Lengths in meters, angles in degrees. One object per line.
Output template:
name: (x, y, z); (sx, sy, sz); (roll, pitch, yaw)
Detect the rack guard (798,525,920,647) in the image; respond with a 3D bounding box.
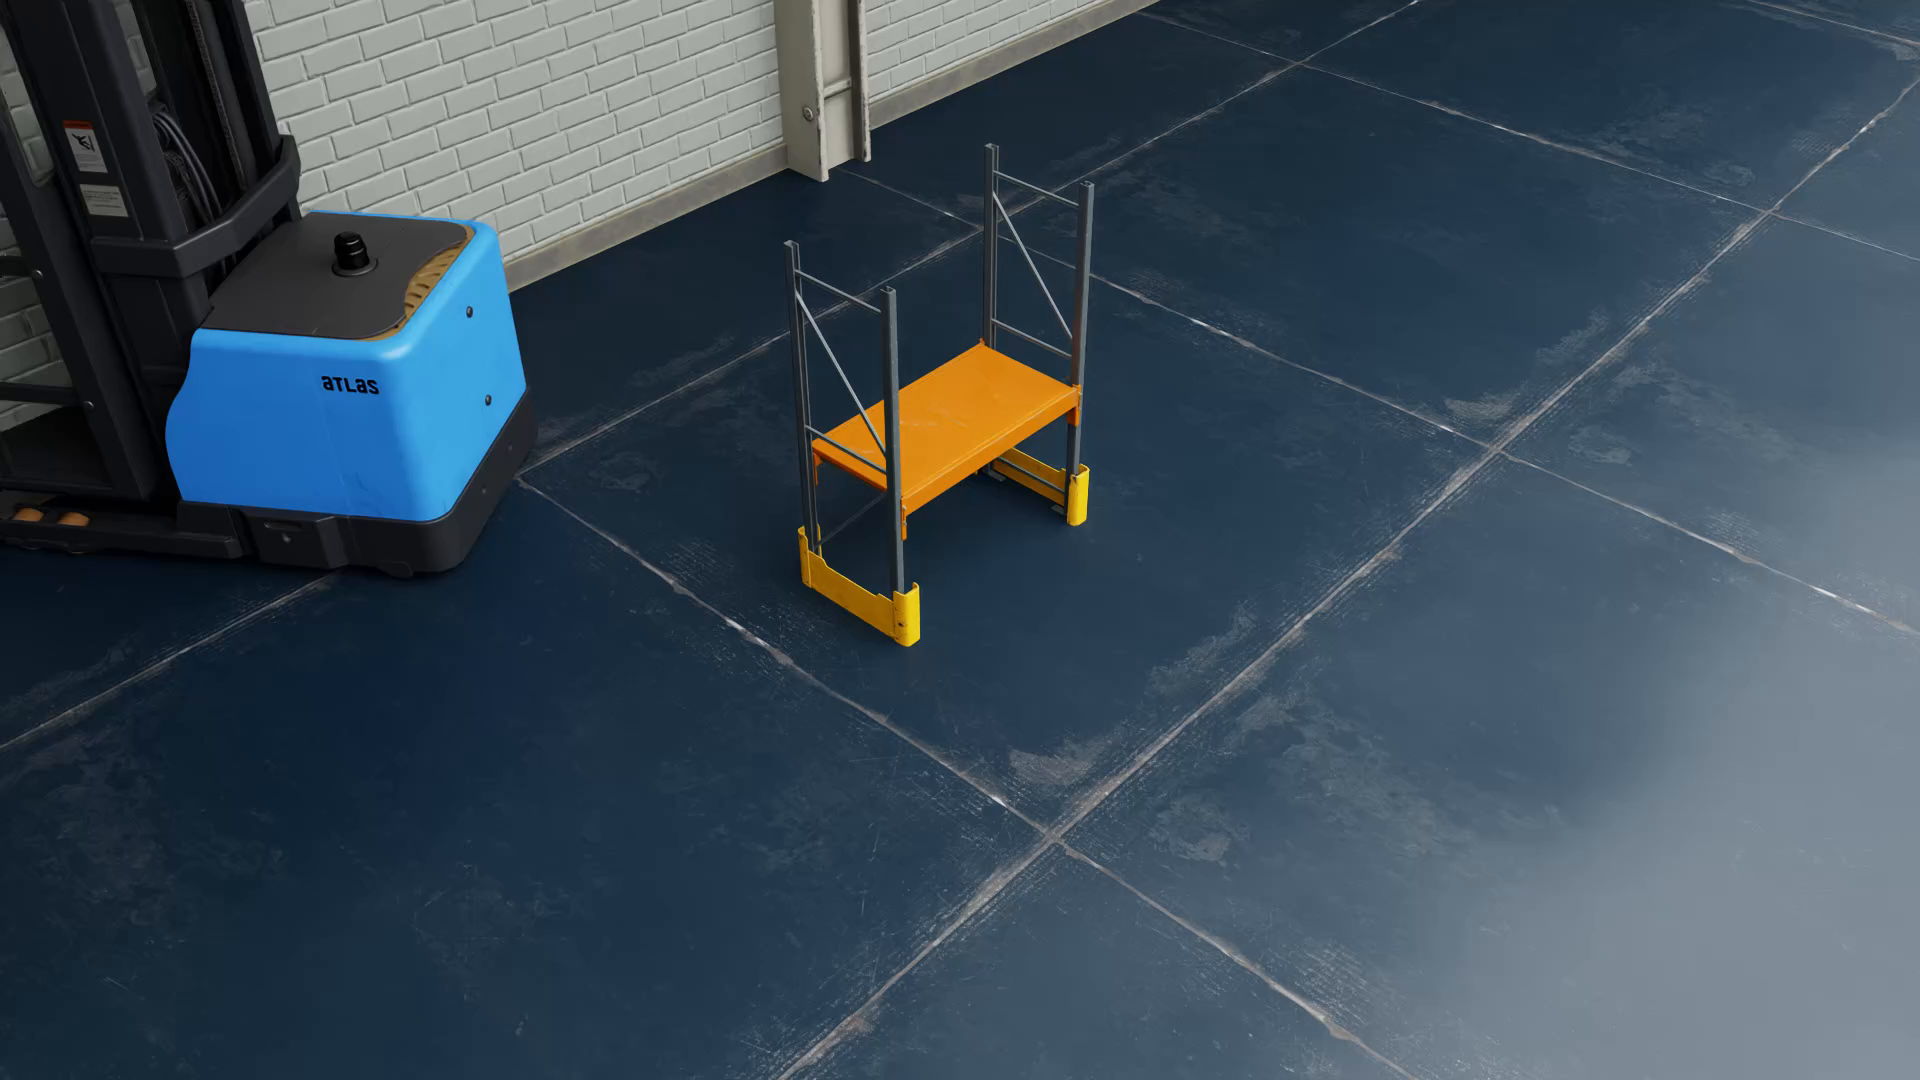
rack guard: (-0.387, 0.166, 6.340); (0.587, 0.250, 0.087); (30, 47, 32)

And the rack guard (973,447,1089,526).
rack guard: (0.285, -0.292, 6.916); (0.587, 0.250, 0.087); (30, 47, 32)

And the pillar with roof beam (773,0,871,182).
pillar with roof beam: (2.429, -3.861, 4.375); (9.100, 9.000, 0.400); (30, 47, 32)

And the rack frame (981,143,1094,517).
rack frame: (0.285, -0.781, 6.528); (0.500, 1.500, 0.032); (30, 47, 32)

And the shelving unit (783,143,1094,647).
shelving unit: (-0.051, -0.552, 6.239); (0.587, 1.500, 1.083); (30, 47, 32)

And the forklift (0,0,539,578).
forklift: (-3.387, -1.411, 6.170); (3.031, 2.935, 1.130); (5, 39, 6)

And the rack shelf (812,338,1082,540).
rack shelf: (-0.058, -0.407, 6.346); (0.538, 0.185, 1.000); (30, 47, 32)

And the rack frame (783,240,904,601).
rack frame: (-0.400, -0.314, 5.940); (0.500, 1.500, 0.032); (30, 47, 32)
